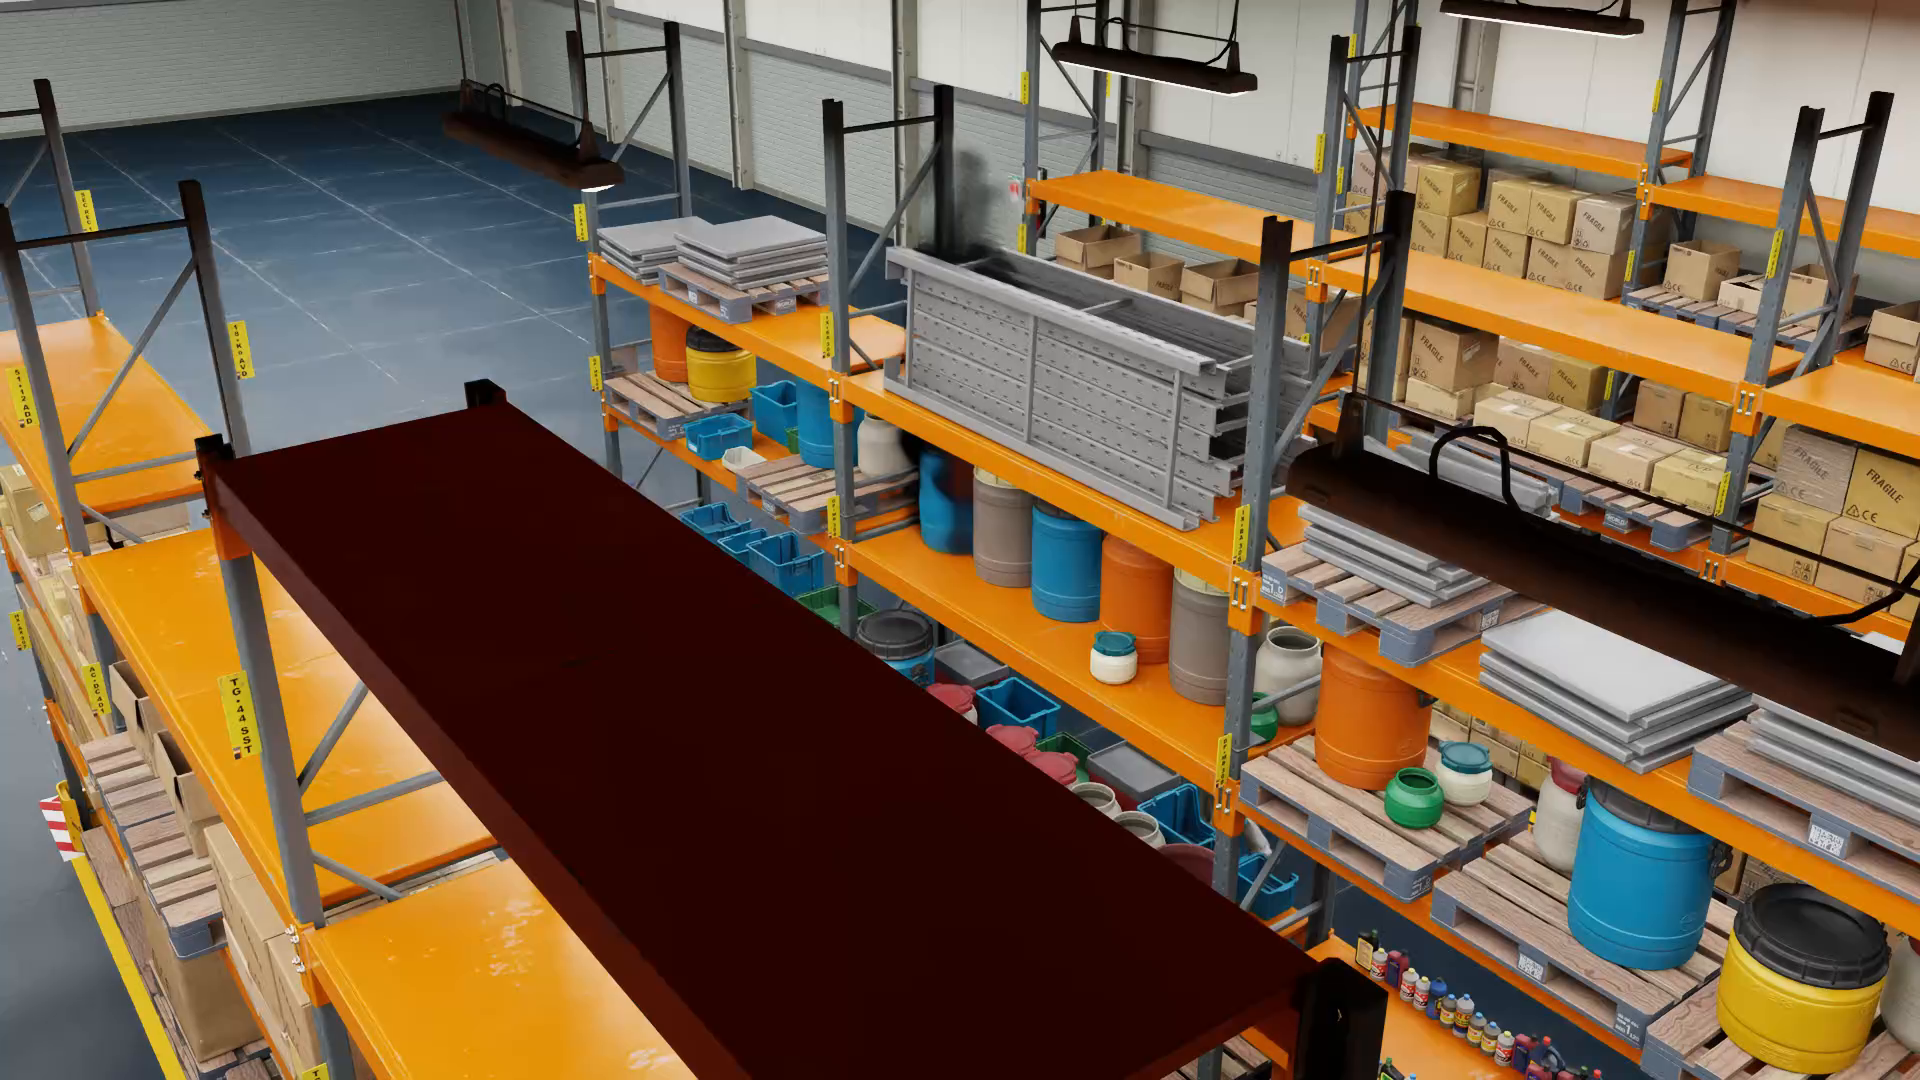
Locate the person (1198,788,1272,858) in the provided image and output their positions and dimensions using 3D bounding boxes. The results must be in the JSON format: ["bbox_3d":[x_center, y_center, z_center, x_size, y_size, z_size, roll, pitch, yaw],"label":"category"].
[{"bbox_3d":[2.056,1.736,12.586,0.553,1.667,0.800,-20,31,-36],"label":"person"}]
